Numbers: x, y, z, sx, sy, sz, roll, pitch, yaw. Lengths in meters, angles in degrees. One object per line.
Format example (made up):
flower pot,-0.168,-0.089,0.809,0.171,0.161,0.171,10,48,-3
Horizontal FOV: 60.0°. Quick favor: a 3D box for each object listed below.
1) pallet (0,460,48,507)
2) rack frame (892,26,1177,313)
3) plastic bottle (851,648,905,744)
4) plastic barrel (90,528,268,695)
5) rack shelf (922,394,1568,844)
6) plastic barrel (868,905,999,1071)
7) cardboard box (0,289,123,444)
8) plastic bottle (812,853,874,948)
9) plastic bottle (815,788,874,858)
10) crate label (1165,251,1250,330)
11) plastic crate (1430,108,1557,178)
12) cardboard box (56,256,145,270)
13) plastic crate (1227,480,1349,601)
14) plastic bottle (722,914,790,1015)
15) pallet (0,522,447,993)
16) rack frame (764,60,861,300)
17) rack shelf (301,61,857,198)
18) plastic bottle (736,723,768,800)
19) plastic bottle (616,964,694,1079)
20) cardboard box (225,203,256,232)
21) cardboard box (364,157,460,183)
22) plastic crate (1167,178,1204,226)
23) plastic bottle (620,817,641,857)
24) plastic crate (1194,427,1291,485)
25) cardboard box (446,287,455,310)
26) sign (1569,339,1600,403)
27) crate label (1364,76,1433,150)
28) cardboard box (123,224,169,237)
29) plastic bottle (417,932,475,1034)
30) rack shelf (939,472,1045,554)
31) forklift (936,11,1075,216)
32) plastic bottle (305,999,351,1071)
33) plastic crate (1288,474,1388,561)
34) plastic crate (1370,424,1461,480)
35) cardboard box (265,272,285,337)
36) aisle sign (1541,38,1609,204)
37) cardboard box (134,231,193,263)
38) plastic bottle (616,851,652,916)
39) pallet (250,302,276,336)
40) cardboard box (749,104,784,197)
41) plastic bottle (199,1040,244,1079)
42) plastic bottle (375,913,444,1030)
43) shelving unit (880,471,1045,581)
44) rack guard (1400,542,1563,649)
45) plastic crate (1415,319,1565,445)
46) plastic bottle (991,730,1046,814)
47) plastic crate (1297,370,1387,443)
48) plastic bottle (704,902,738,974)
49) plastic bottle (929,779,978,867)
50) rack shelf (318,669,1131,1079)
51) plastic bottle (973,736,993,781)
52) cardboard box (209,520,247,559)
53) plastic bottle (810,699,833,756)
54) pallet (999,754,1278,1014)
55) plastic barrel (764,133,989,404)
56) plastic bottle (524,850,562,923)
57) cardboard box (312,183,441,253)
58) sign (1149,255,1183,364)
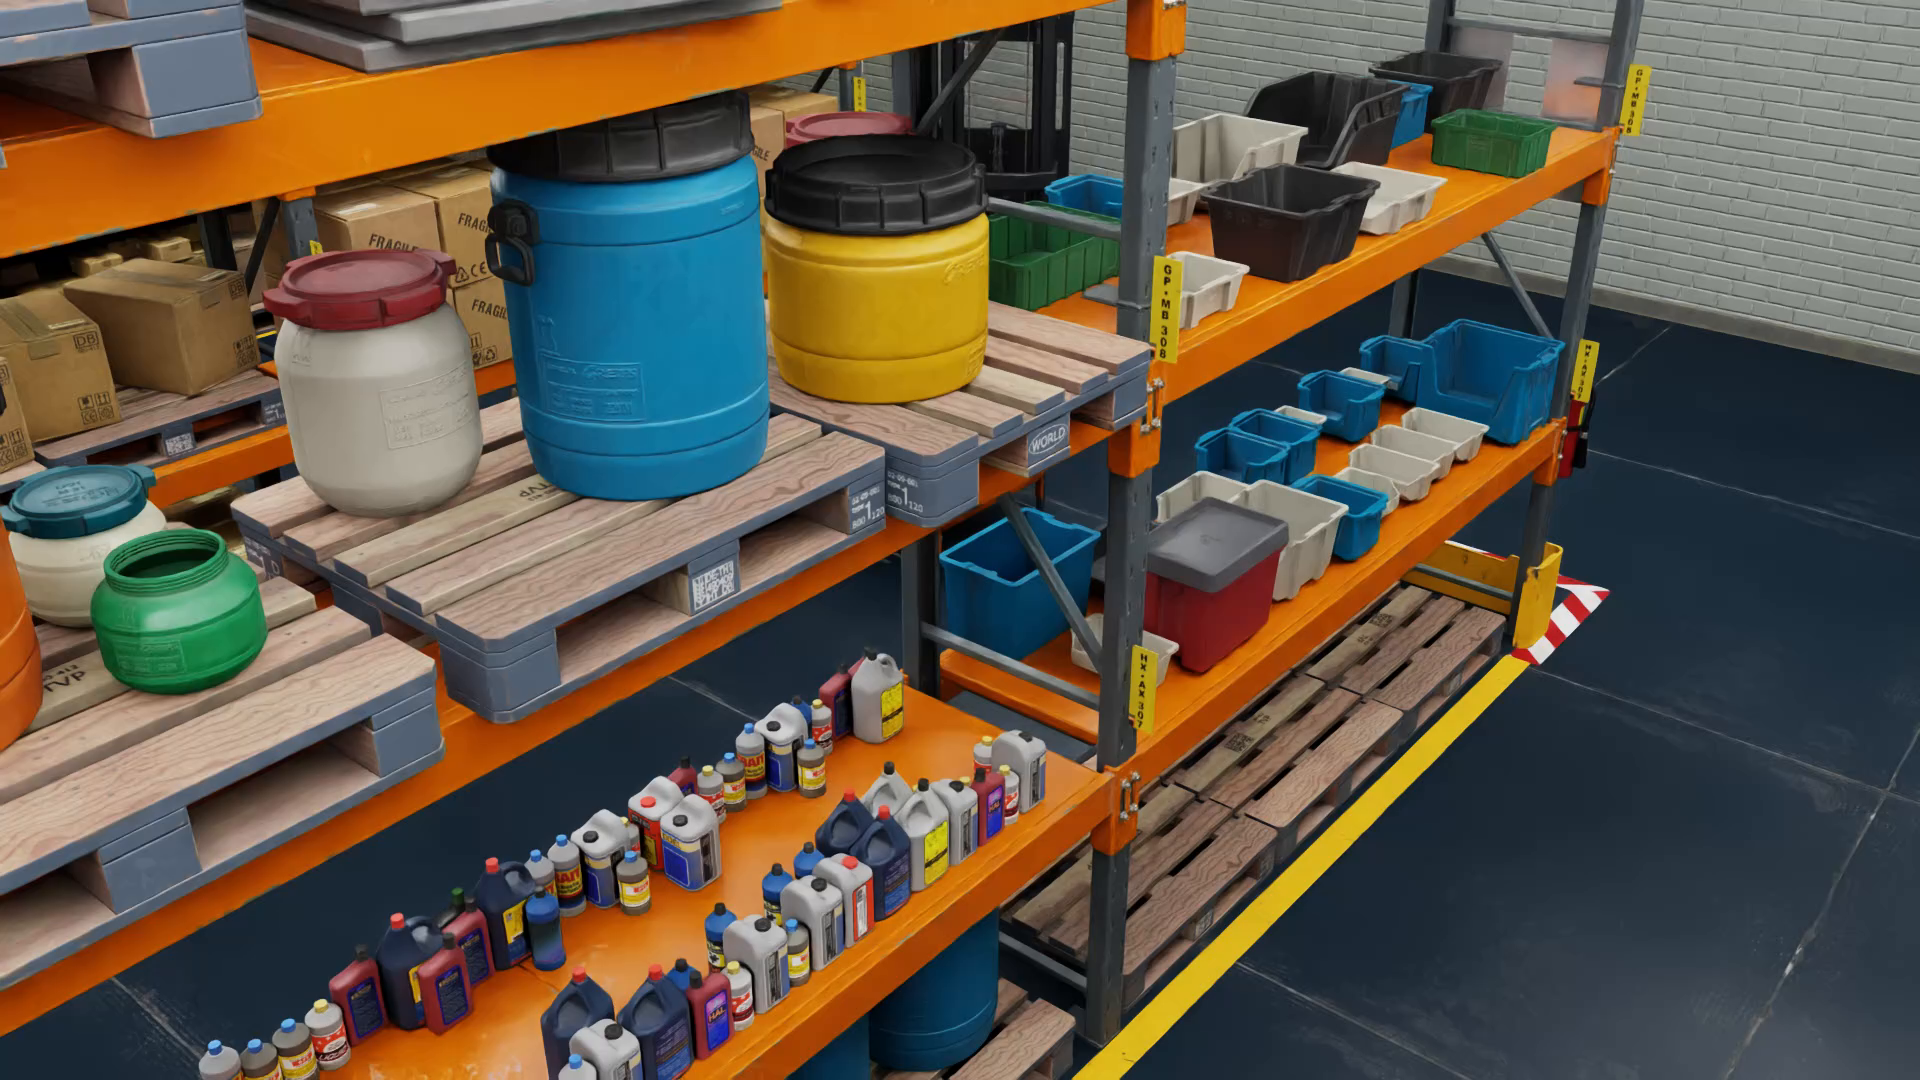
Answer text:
pallet,-4.928,-0.162,7.507,1.003,0.211,1.213,21,34,34
rack frame,0.203,-2.190,4.689,1.000,3.000,0.127,21,34,34
plastic bottle,-0.297,0.541,5.993,0.144,0.351,0.185,21,34,34
plastic barrel,-1.490,0.135,3.173,0.294,0.245,0.294,0,27,0
rack shelf,1.475,0.085,7.604,1.077,0.370,4.000,21,34,34
plastic barrel,-0.156,1.408,6.090,0.600,0.901,0.708,21,34,34
cardboard box,-4.479,-0.840,8.044,0.500,0.500,0.700,-22,35,-36
plastic bottle,-0.352,1.072,5.048,0.152,0.276,0.135,21,34,34
plastic bottle,-0.358,0.942,5.219,0.144,0.351,0.185,21,34,34
crate label,0.737,-0.830,5.611,0.293,0.136,0.466,21,34,34
plastic crate,2.340,-1.749,7.331,0.450,0.188,0.336,21,34,34
cardboard box,-6.565,-1.909,12.940,0.700,0.500,0.500,20,34,34
plastic crate,1.316,0.013,7.024,0.437,0.282,0.530,21,34,34
plastic bottle,-0.585,1.202,4.796,0.152,0.276,0.135,21,34,34
pallet,-1.779,0.402,3.150,1.003,0.211,1.213,21,34,34
rack frame,-1.073,-2.393,11.610,1.000,3.000,0.127,21,34,34
rack shelf,-2.345,-2.696,9.716,1.077,0.370,4.000,21,34,34
plastic bottle,-0.713,0.747,5.681,0.097,0.271,0.097,0,27,0
plastic bottle,-0.830,1.309,4.509,0.144,0.351,0.185,21,34,34
cardboard box,-5.983,-2.670,13.704,0.380,0.149,0.250,21,34,35
cardboard box,-3.171,-1.900,9.462,0.500,0.500,0.500,20,33,33
plastic crate,0.718,-1.303,6.526,0.293,0.136,0.466,21,34,34
plastic bottle,-1.069,0.977,5.313,0.097,0.201,0.097,0,27,0
plastic crate,1.308,-0.331,7.743,0.416,0.233,0.300,21,34,34
cardboard box,-3.082,-1.120,9.041,0.500,0.500,0.500,22,34,36
sign,3.182,-0.861,8.472,0.100,0.325,0.005,21,34,34
crate label,1.911,-1.977,7.704,0.408,0.251,0.502,21,34,34
cardboard box,-6.470,-2.397,13.177,0.380,0.149,0.250,21,34,35
plastic bottle,-1.457,1.248,4.700,0.061,0.283,0.133,21,34,34
rack shelf,0.004,-0.285,10.109,0.538,0.278,1.000,21,34,34
forklift,0.335,-3.192,13.230,1.130,2.935,3.031,2,27,4
plastic bottle,-1.746,1.354,4.584,0.097,0.201,0.097,0,27,0
plastic crate,1.639,-0.093,7.282,0.416,0.233,0.300,21,34,34
plastic crate,2.173,-0.412,8.004,0.396,0.136,0.243,21,34,34
cardboard box,-3.497,-1.271,9.333,0.500,0.500,0.500,21,34,35
aisle sign,3.019,-2.038,8.096,0.394,0.787,0.004,21,34,34
cardboard box,-6.196,-2.274,12.938,0.380,0.149,0.250,20,33,33
plastic bottle,-1.014,1.056,5.160,0.097,0.201,0.097,0,27,0
pallet,-6.122,-1.863,13.622,1.003,0.211,1.213,21,34,34
cardboard box,-1.464,-2.463,10.550,0.500,0.500,0.500,22,34,36
plastic bottle,-1.931,1.426,4.368,0.097,0.271,0.097,0,27,0
plastic bottle,-1.553,1.197,4.725,0.144,0.351,0.185,21,34,34
shelving unit,0.004,-0.502,9.996,0.538,1.125,1.048,21,34,34
rack guard,2.752,0.154,9.407,1.175,0.500,0.348,21,34,34
plastic crate,2.678,-0.813,8.452,0.616,0.435,0.499,21,34,34
plastic bottle,0.202,0.764,5.644,0.152,0.276,0.135,21,34,34
plastic crate,1.917,-0.671,8.400,0.416,0.233,0.300,21,34,34
plastic bottle,-0.693,1.174,4.855,0.097,0.271,0.097,0,27,0
plastic bottle,-0.031,0.894,5.393,0.152,0.276,0.135,21,34,34
rack shelf,-1.069,1.503,4.862,1.077,0.370,4.000,21,34,34
plastic bottle,0.094,0.767,5.718,0.097,0.201,0.097,0,27,0
cardboard box,-3.710,0.199,8.842,0.500,0.500,0.500,21,34,34
plastic bottle,-0.504,0.662,5.922,0.097,0.201,0.097,0,27,0
pallet,0.641,1.441,7.234,1.003,0.211,1.213,21,34,34
plastic barrel,-0.221,-0.745,4.499,0.600,0.588,0.600,0,27,0
plastic bottle,-1.279,1.063,5.071,0.097,0.271,0.097,0,27,0
cardboard box,-3.100,-1.548,8.780,0.500,0.500,0.500,22,34,36
sign,0.626,-0.700,5.065,0.100,0.325,0.005,21,34,34
